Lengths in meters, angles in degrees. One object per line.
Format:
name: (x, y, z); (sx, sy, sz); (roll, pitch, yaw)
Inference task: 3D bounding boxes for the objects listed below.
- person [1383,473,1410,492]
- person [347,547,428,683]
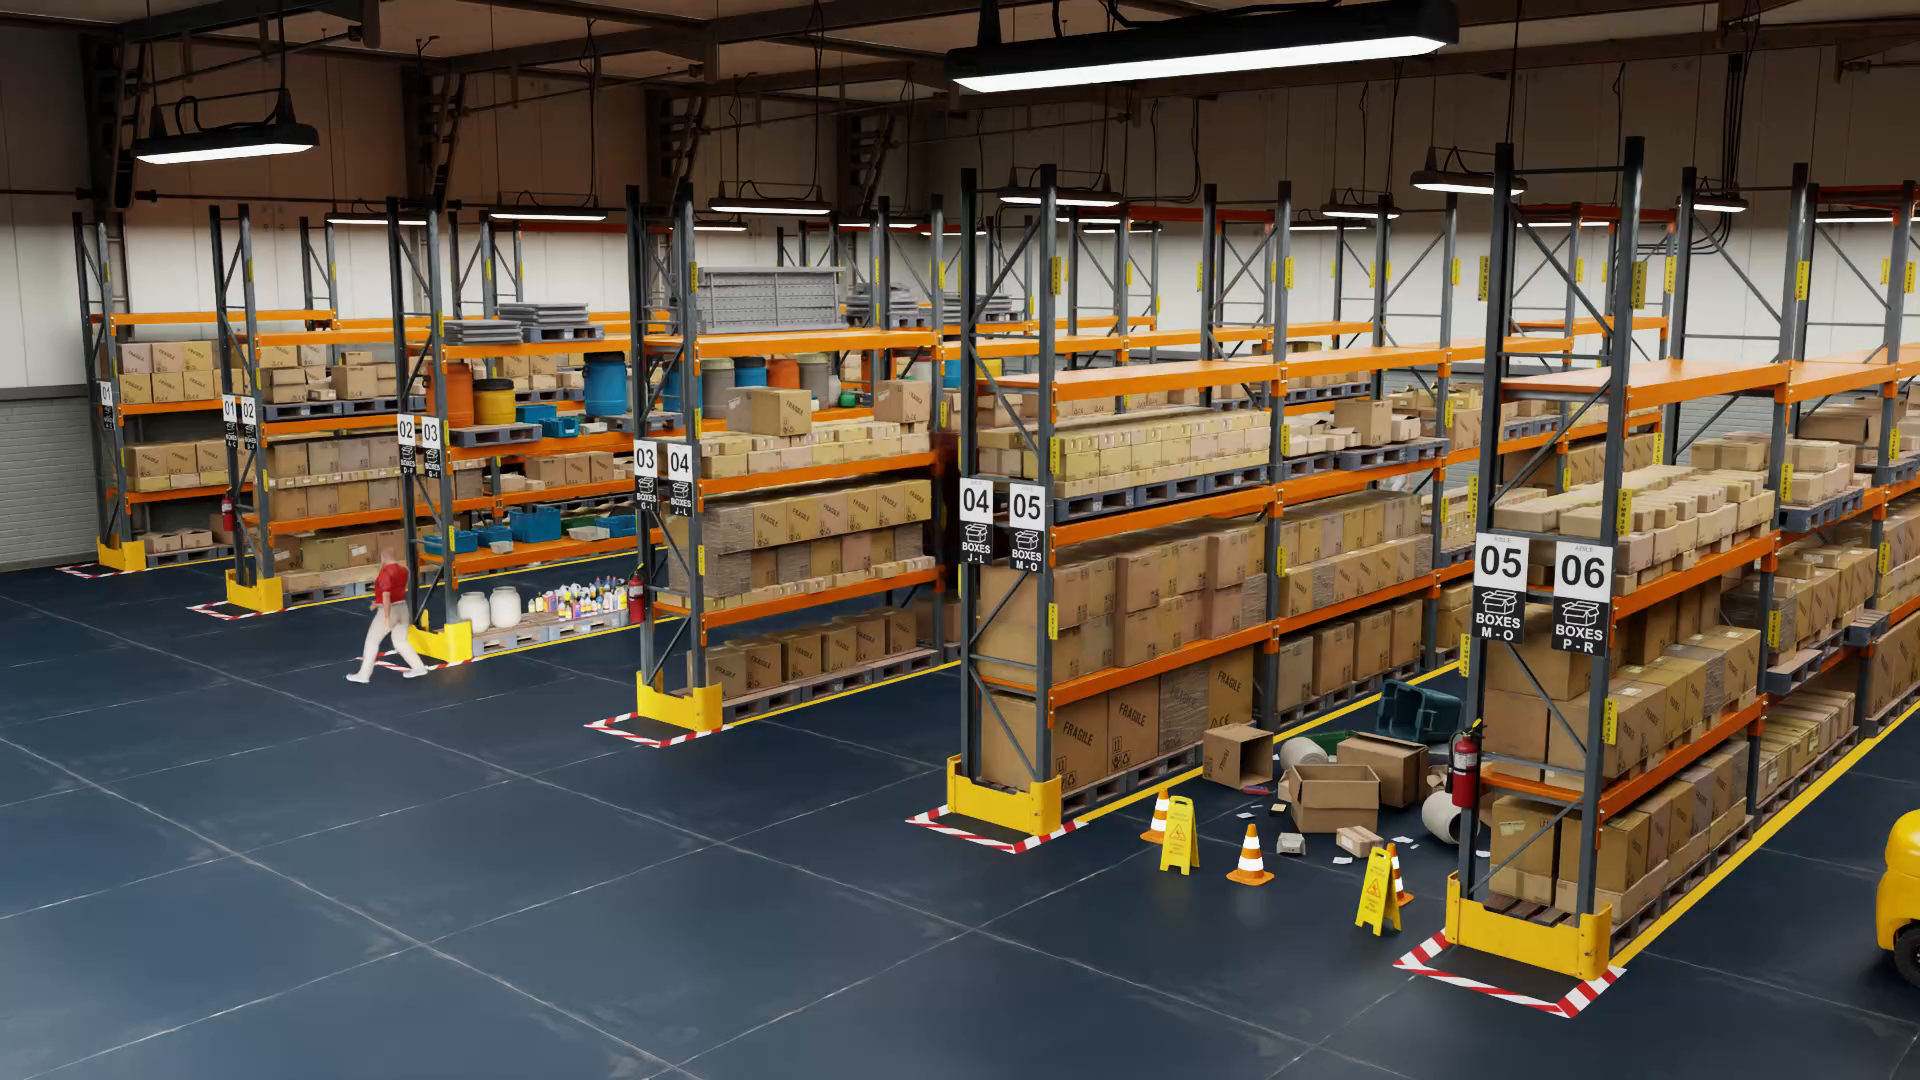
person: (8.751, -1.164, 33.288); (1.023, 1.621, 0.452); (-5, 11, -29)
person: (-7.152, 0.921, 20.700); (0.807, 1.667, 0.698); (5, 11, 27)
